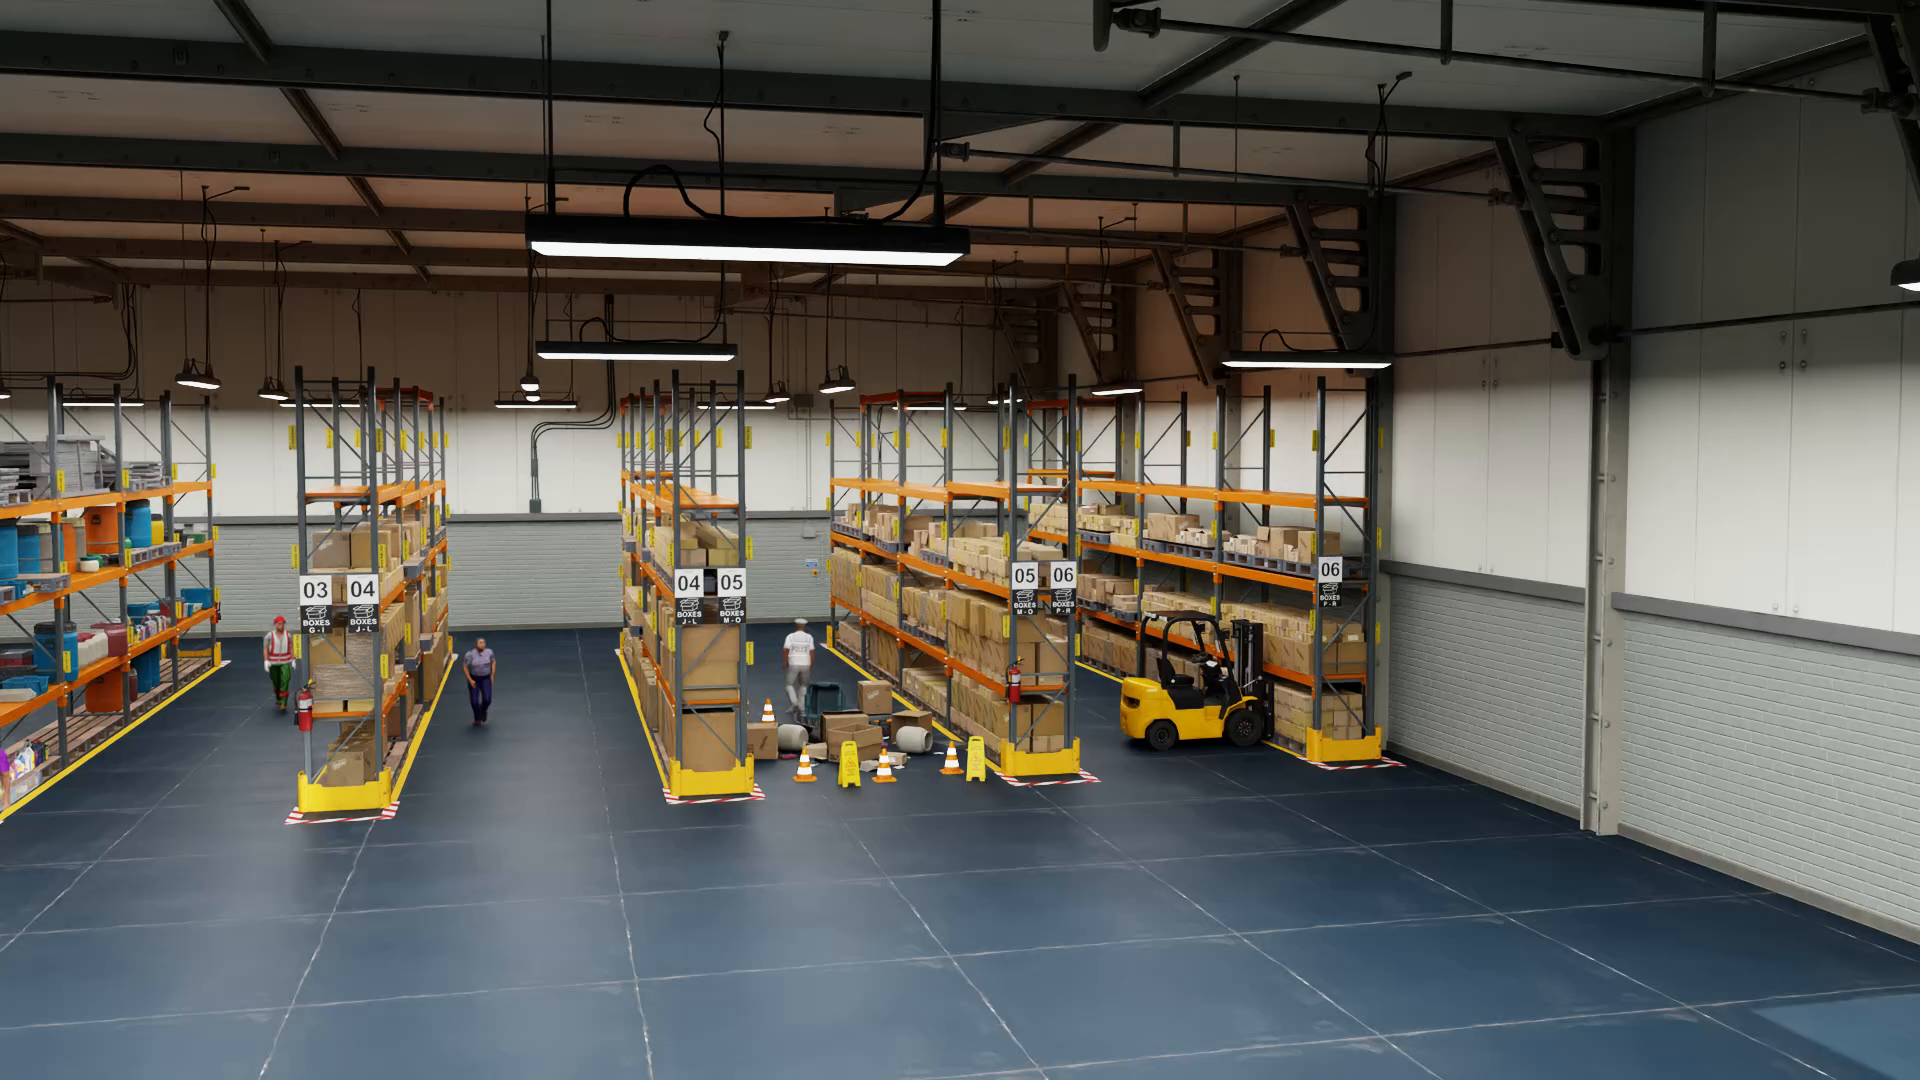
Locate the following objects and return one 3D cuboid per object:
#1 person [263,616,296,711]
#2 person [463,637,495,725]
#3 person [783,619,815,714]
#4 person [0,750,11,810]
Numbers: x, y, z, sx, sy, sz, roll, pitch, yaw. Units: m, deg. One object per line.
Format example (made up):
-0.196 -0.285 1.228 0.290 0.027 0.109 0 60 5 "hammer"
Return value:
-12.644 2.280 30.872 0.533 1.731 1.098 -1 4 -17 "person"
-8.463 2.482 29.229 0.526 1.573 0.552 -1 4 -19 "person"
-2.931 2.330 30.388 0.594 1.727 0.669 -1 4 -14 "person"
-11.187 3.003 19.043 0.600 1.765 0.782 -3 4 -37 "person"
